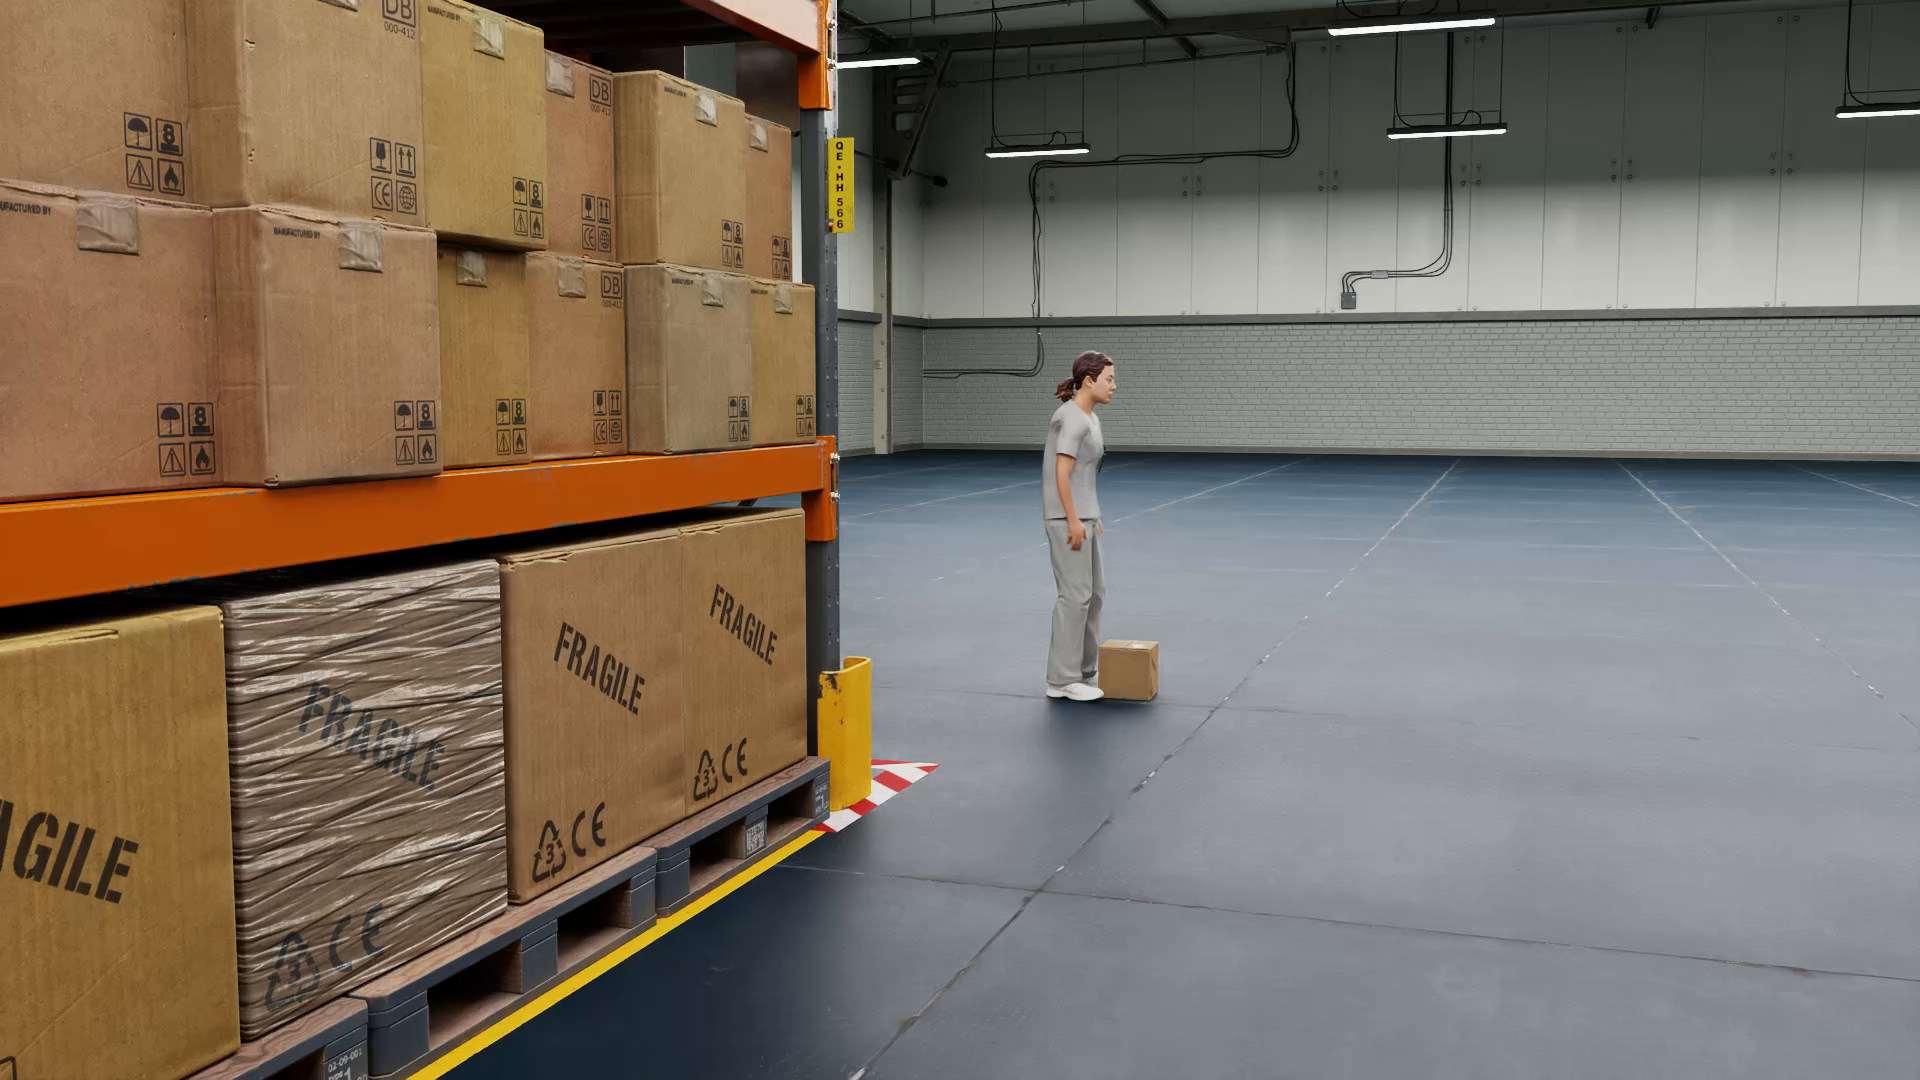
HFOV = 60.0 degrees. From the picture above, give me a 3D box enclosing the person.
[{"bbox_3d":[0.585,-0.083,8.106,0.355,1.672,0.496,2,6,18],"label":"person"}]
